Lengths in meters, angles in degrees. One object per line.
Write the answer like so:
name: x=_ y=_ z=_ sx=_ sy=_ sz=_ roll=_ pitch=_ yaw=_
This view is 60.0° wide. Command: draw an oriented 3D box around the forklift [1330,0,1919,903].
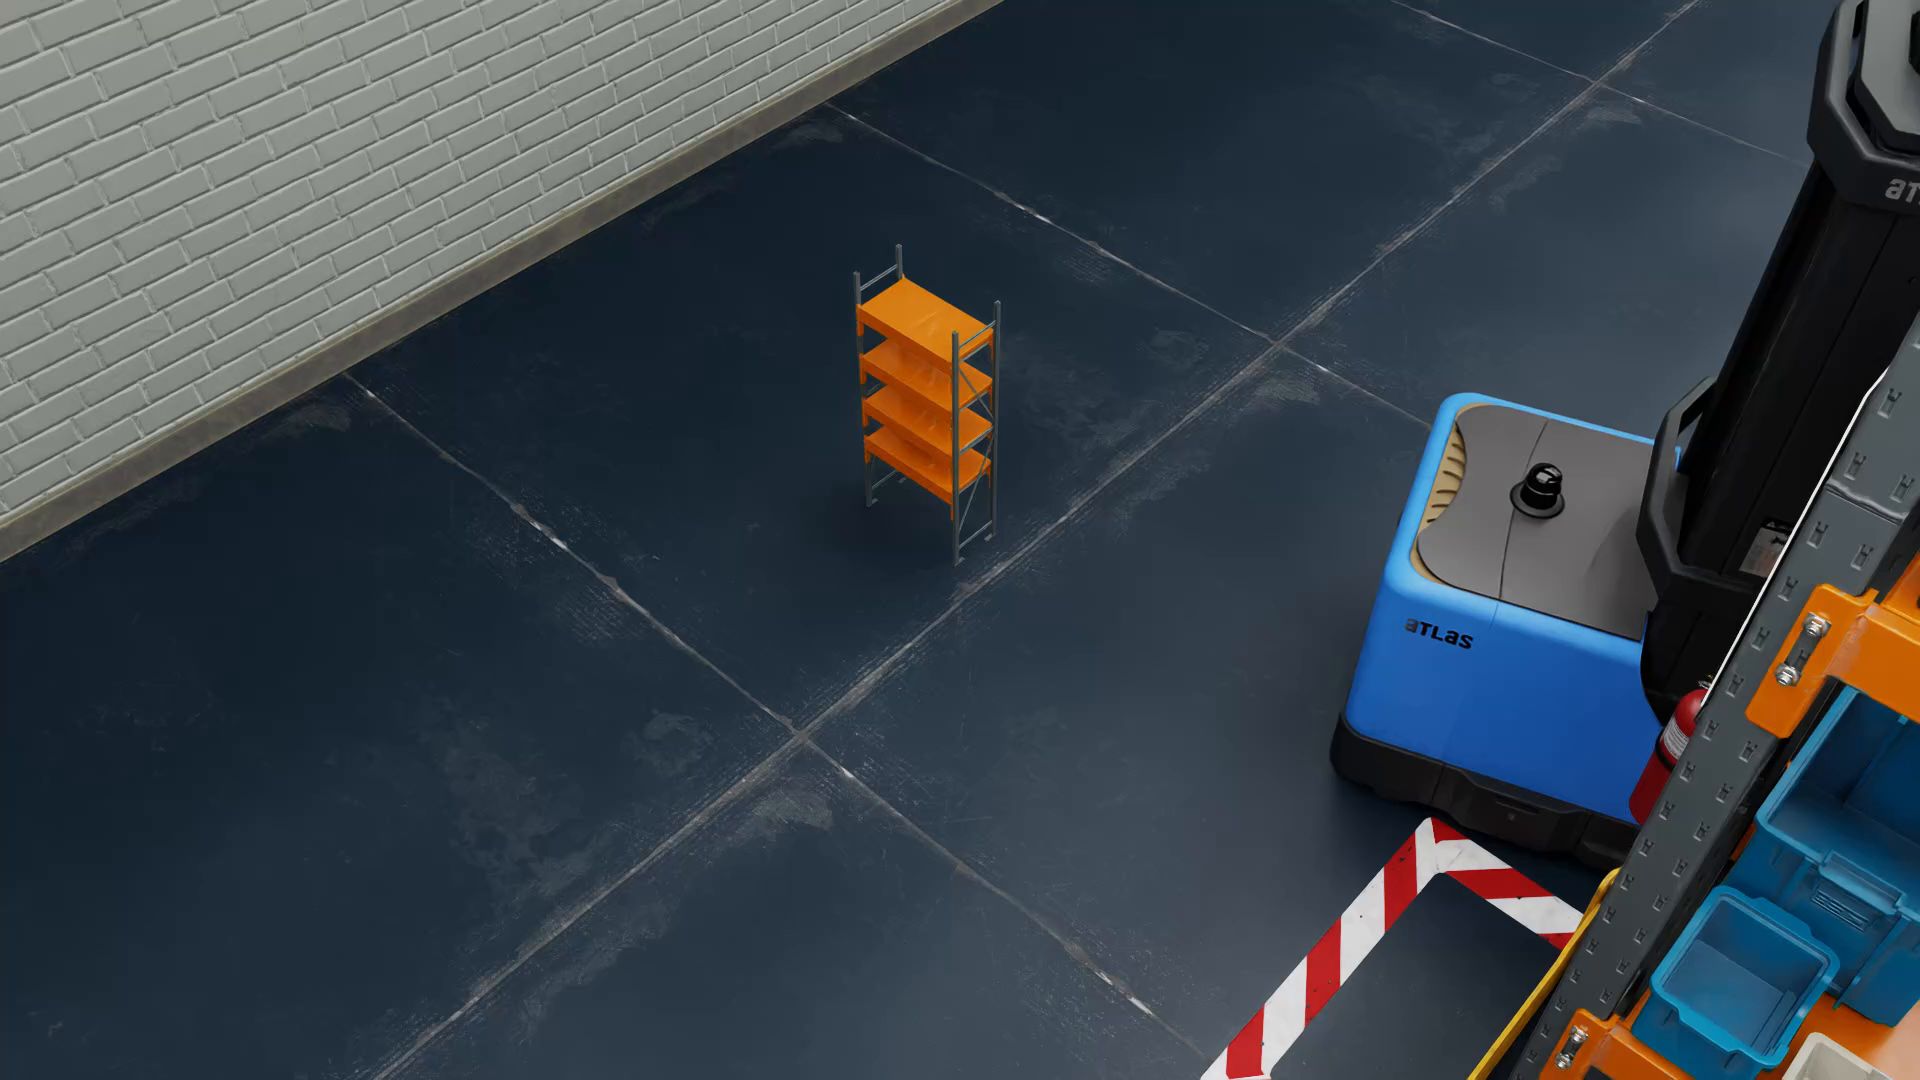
forklift: x=2.883 y=-0.054 z=4.790 sx=3.031 sy=2.935 sz=1.130 roll=17 pitch=49 yaw=16

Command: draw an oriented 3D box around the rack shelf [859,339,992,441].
rack shelf: x=-0.122 y=-0.600 z=6.275 sx=0.480 sy=0.148 sz=0.258 roll=34 pitch=55 yaw=28

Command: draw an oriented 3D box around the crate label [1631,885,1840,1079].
crate label: x=1.752 y=1.041 z=3.788 sx=0.303 sy=0.233 sz=0.416 roll=34 pitch=55 yaw=28

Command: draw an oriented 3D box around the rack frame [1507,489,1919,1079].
rack frame: x=1.794 y=0.706 z=4.029 sx=0.127 sy=3.000 sz=1.000 roll=34 pitch=55 yaw=28

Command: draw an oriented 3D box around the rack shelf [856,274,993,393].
rack shelf: x=-0.122 y=-0.762 z=6.103 sx=0.480 sy=0.148 sz=0.258 roll=34 pitch=55 yaw=28

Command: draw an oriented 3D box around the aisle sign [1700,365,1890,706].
aisle sign: x=1.540 y=-0.060 z=2.966 sx=0.004 sy=0.787 sz=0.394 roll=34 pitch=55 yaw=28

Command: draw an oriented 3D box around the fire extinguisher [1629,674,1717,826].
fire extinguisher: x=1.991 y=0.542 z=4.492 sx=0.183 sy=0.674 sz=0.296 roll=34 pitch=55 yaw=28

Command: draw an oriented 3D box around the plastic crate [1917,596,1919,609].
plastic crate: x=1.888 y=0.064 z=2.665 sx=0.590 sy=0.269 sz=0.497 roll=34 pitch=55 yaw=28

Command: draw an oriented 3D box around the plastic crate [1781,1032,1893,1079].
plastic crate: x=1.932 y=1.277 z=3.633 sx=0.298 sy=0.136 sz=0.250 roll=34 pitch=55 yaw=28

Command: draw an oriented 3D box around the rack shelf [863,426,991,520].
rack shelf: x=-0.122 y=-0.311 z=6.583 sx=0.480 sy=0.148 sz=0.258 roll=34 pitch=55 yaw=28

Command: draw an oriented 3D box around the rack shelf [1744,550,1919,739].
rack shelf: x=3.264 y=0.915 z=2.270 sx=4.000 sy=0.370 sz=1.077 roll=34 pitch=55 yaw=28

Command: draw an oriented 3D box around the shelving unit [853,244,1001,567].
shelving unit: x=-0.122 y=-0.493 z=6.389 sx=0.503 sy=1.200 sz=0.258 roll=34 pitch=55 yaw=28

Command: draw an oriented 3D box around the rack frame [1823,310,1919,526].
rack frame: x=1.794 y=-1.347 z=1.842 sx=0.127 sy=3.000 sz=1.000 roll=34 pitch=55 yaw=28

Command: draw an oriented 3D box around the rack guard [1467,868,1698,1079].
rack guard: x=1.767 y=1.557 z=4.945 sx=0.348 sy=0.500 sz=1.175 roll=34 pitch=55 yaw=28

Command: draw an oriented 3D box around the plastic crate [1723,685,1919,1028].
plastic crate: x=2.167 y=0.739 z=3.933 sx=0.499 sy=0.435 sz=0.616 roll=34 pitch=55 yaw=28

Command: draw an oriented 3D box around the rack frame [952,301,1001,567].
rack frame: x=0.058 y=-0.372 z=6.276 sx=0.015 sy=1.200 sz=0.240 roll=34 pitch=55 yaw=28

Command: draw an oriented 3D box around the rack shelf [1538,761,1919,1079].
rack shelf: x=3.264 y=1.941 z=3.363 sx=4.000 sy=0.370 sz=1.077 roll=34 pitch=55 yaw=28

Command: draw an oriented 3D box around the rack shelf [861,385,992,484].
rack shelf: x=-0.122 y=-0.446 z=6.438 sx=0.480 sy=0.148 sz=0.258 roll=34 pitch=55 yaw=28

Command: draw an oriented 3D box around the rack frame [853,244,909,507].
rack frame: x=-0.301 y=-0.613 z=6.503 sx=0.015 sy=1.200 sz=0.240 roll=34 pitch=55 yaw=28
